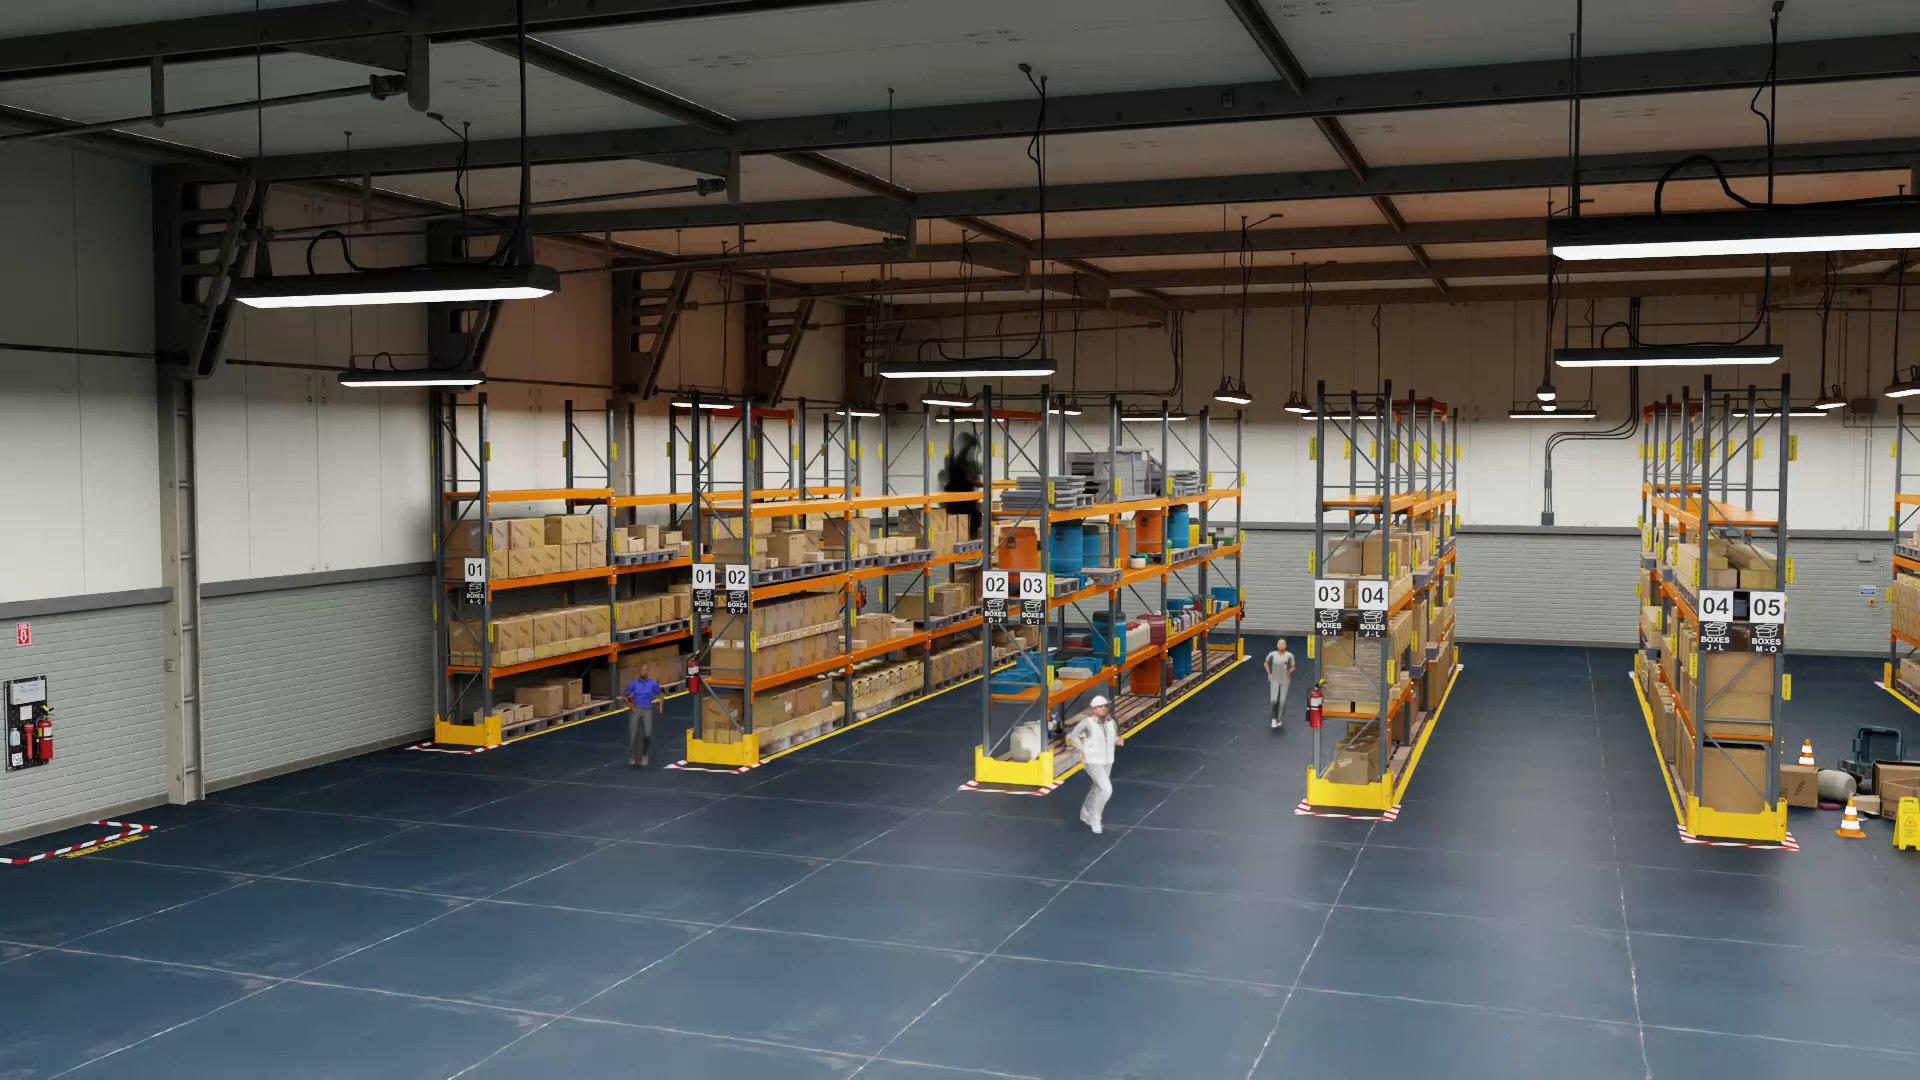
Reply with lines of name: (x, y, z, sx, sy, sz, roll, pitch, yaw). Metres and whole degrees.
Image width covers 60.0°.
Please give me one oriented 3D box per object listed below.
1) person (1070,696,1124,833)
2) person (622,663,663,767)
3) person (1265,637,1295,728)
person: (1.858, 2.964, 21.987, 0.627, 1.820, 0.742, -2, 4, -37)
person: (-5.036, 2.790, 26.419, 0.643, 1.641, 0.522, -1, 3, -12)
person: (5.763, 2.576, 29.950, 0.539, 1.650, 0.651, 0, 3, 9)
